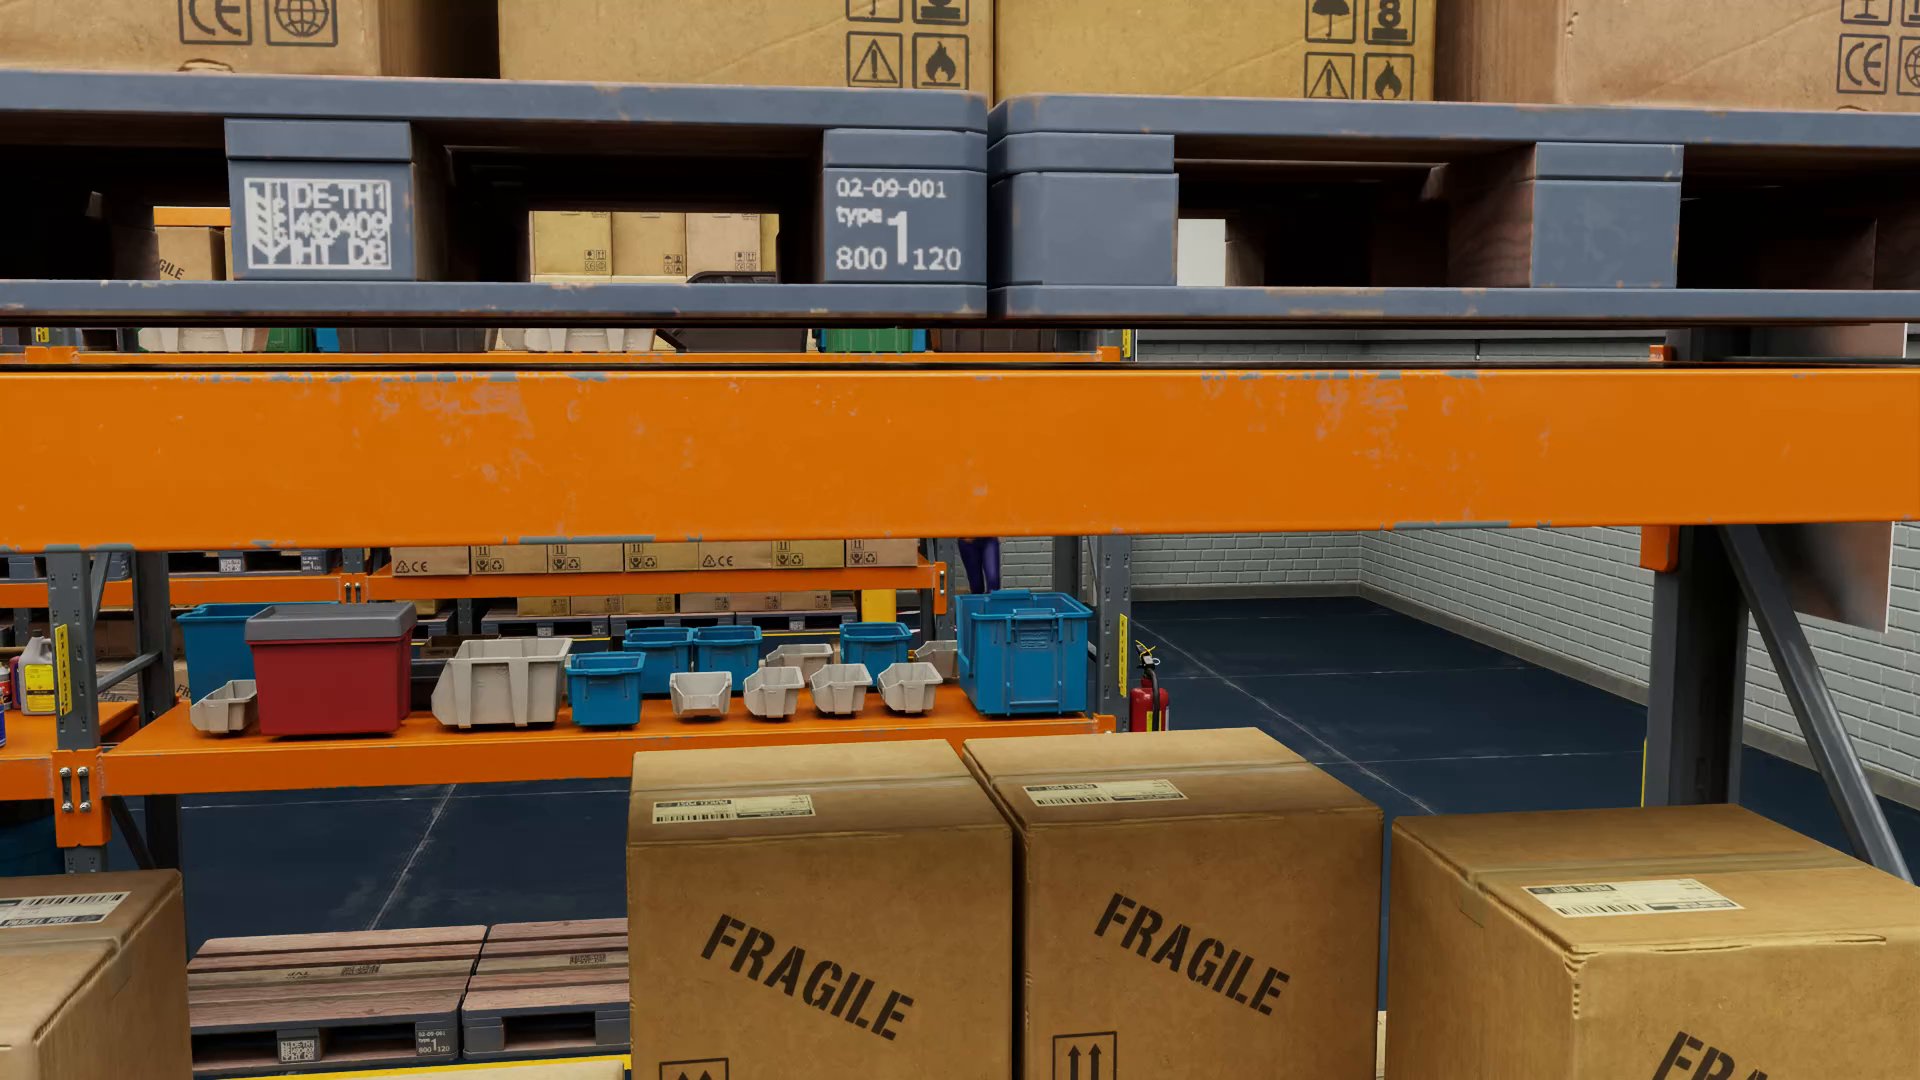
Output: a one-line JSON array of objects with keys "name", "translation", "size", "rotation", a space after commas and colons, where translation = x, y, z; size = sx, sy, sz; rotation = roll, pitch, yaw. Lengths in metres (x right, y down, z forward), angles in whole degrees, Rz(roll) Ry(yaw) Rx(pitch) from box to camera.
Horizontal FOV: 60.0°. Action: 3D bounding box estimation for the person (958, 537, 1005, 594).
[{"name": "person", "translation": [0.150, 0.092, 16.705], "size": [0.636, 1.641, 0.721], "rotation": [0, 7, -4]}]
